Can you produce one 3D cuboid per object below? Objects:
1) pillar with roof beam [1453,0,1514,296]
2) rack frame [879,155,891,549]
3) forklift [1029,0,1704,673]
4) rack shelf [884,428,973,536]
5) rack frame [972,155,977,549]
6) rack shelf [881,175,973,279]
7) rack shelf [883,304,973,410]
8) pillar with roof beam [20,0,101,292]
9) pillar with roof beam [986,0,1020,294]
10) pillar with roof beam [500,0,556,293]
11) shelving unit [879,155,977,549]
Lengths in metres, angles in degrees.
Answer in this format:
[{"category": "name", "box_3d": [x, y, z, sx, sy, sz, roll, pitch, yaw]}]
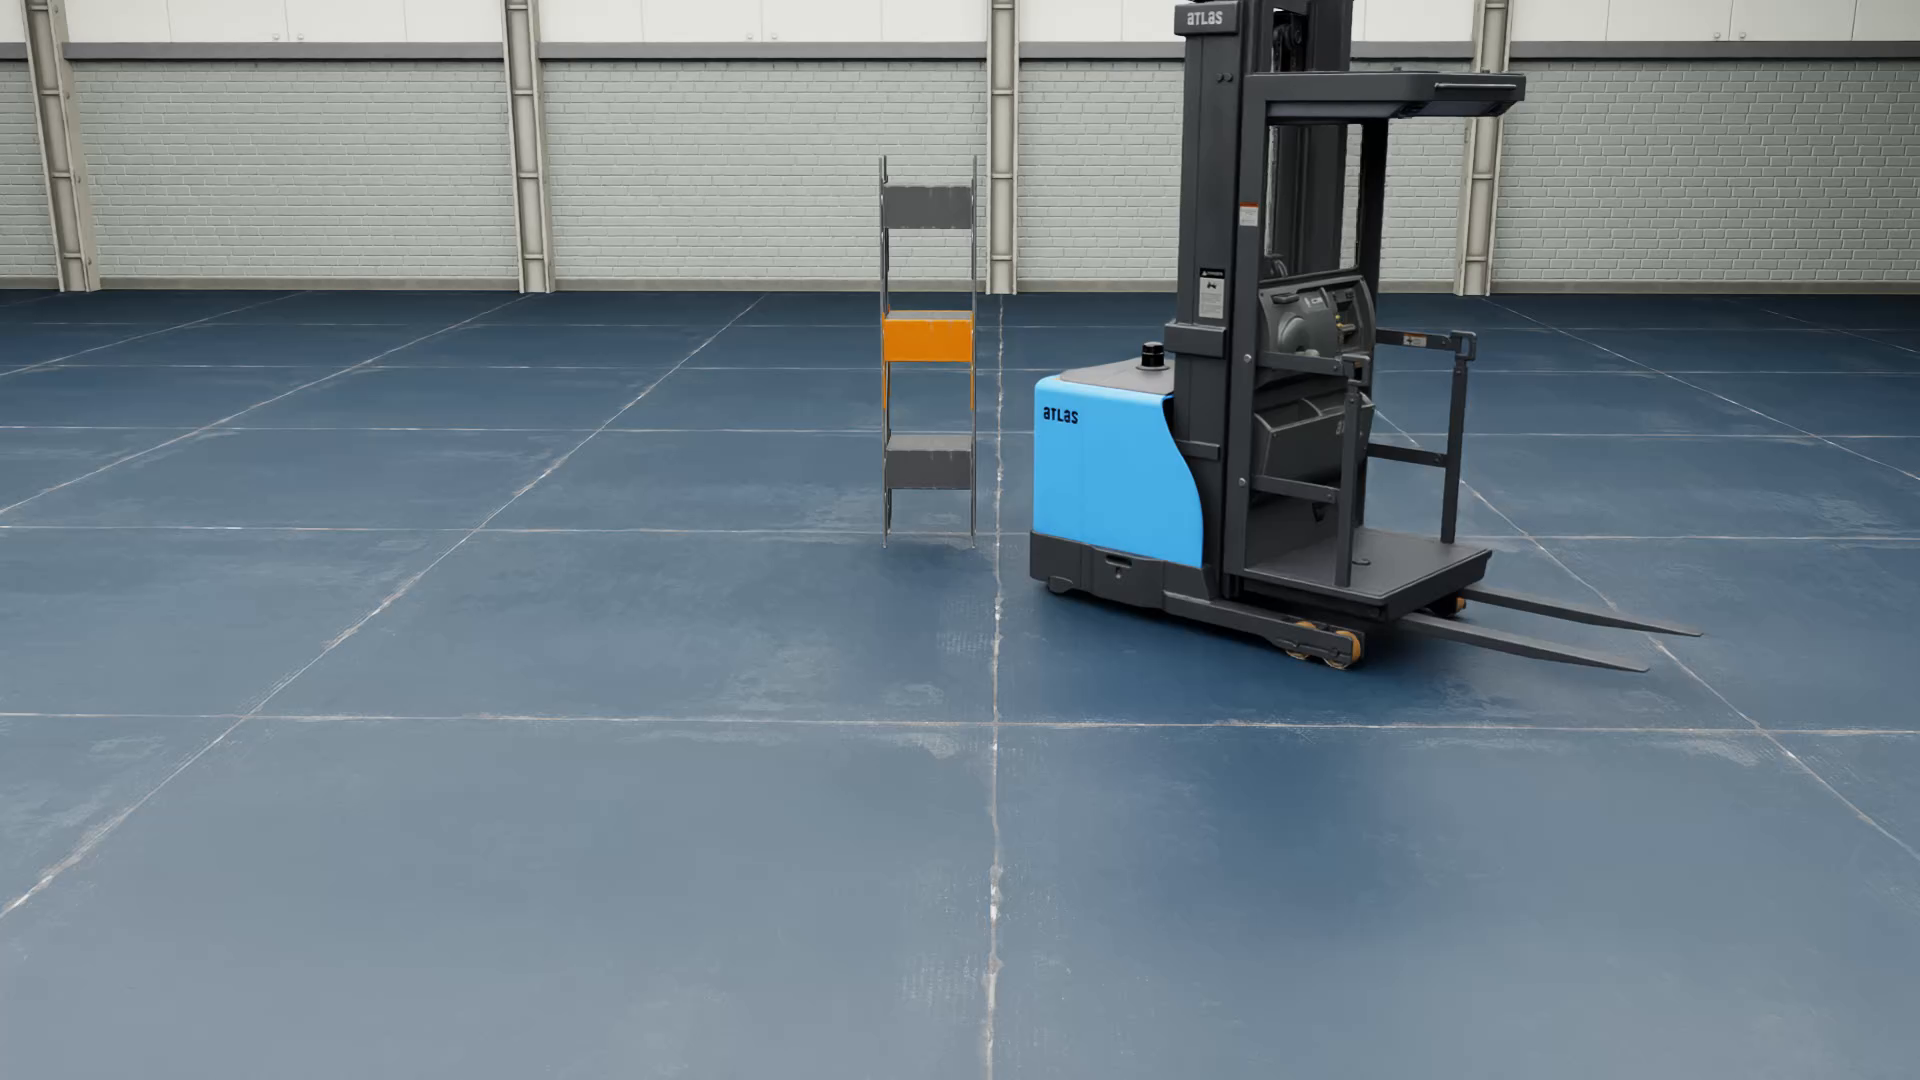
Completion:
[{"category": "pillar with roof beam", "box_3d": [6.420, -6.394, 15.935, 0.400, 9.000, 9.100, 0, 15, 1]}, {"category": "rack frame", "box_3d": [-0.409, -1.018, 9.082, 0.015, 2.100, 0.400, 0, 15, 1]}, {"category": "forklift", "box_3d": [1.782, -1.008, 7.416, 3.031, 2.935, 1.130, 13, 20, 40]}, {"category": "rack shelf", "box_3d": [-0.165, -0.326, 9.258, 0.480, 0.518, 0.431, 0, 15, 1]}, {"category": "rack frame", "box_3d": [0.078, -1.015, 9.070, 0.015, 2.100, 0.400, 0, 15, 1]}, {"category": "rack shelf", "box_3d": [-0.165, -1.680, 8.901, 0.480, 0.518, 0.431, 0, 15, 1]}, {"category": "rack shelf", "box_3d": [-0.165, -1.003, 9.080, 0.480, 0.518, 0.431, 0, 15, 1]}, {"category": "pillar with roof beam", "box_3d": [-11.574, -6.511, 16.379, 0.400, 9.000, 9.100, 0, 15, 1]}, {"category": "pillar with roof beam", "box_3d": [0.422, -6.433, 16.083, 0.400, 9.000, 9.100, 0, 15, 1]}, {"category": "pillar with roof beam", "box_3d": [-5.576, -6.472, 16.231, 0.400, 9.000, 9.100, 0, 15, 1]}, {"category": "shelving unit", "box_3d": [-0.165, -1.016, 9.076, 0.503, 2.100, 0.431, 0, 15, 1]}]
